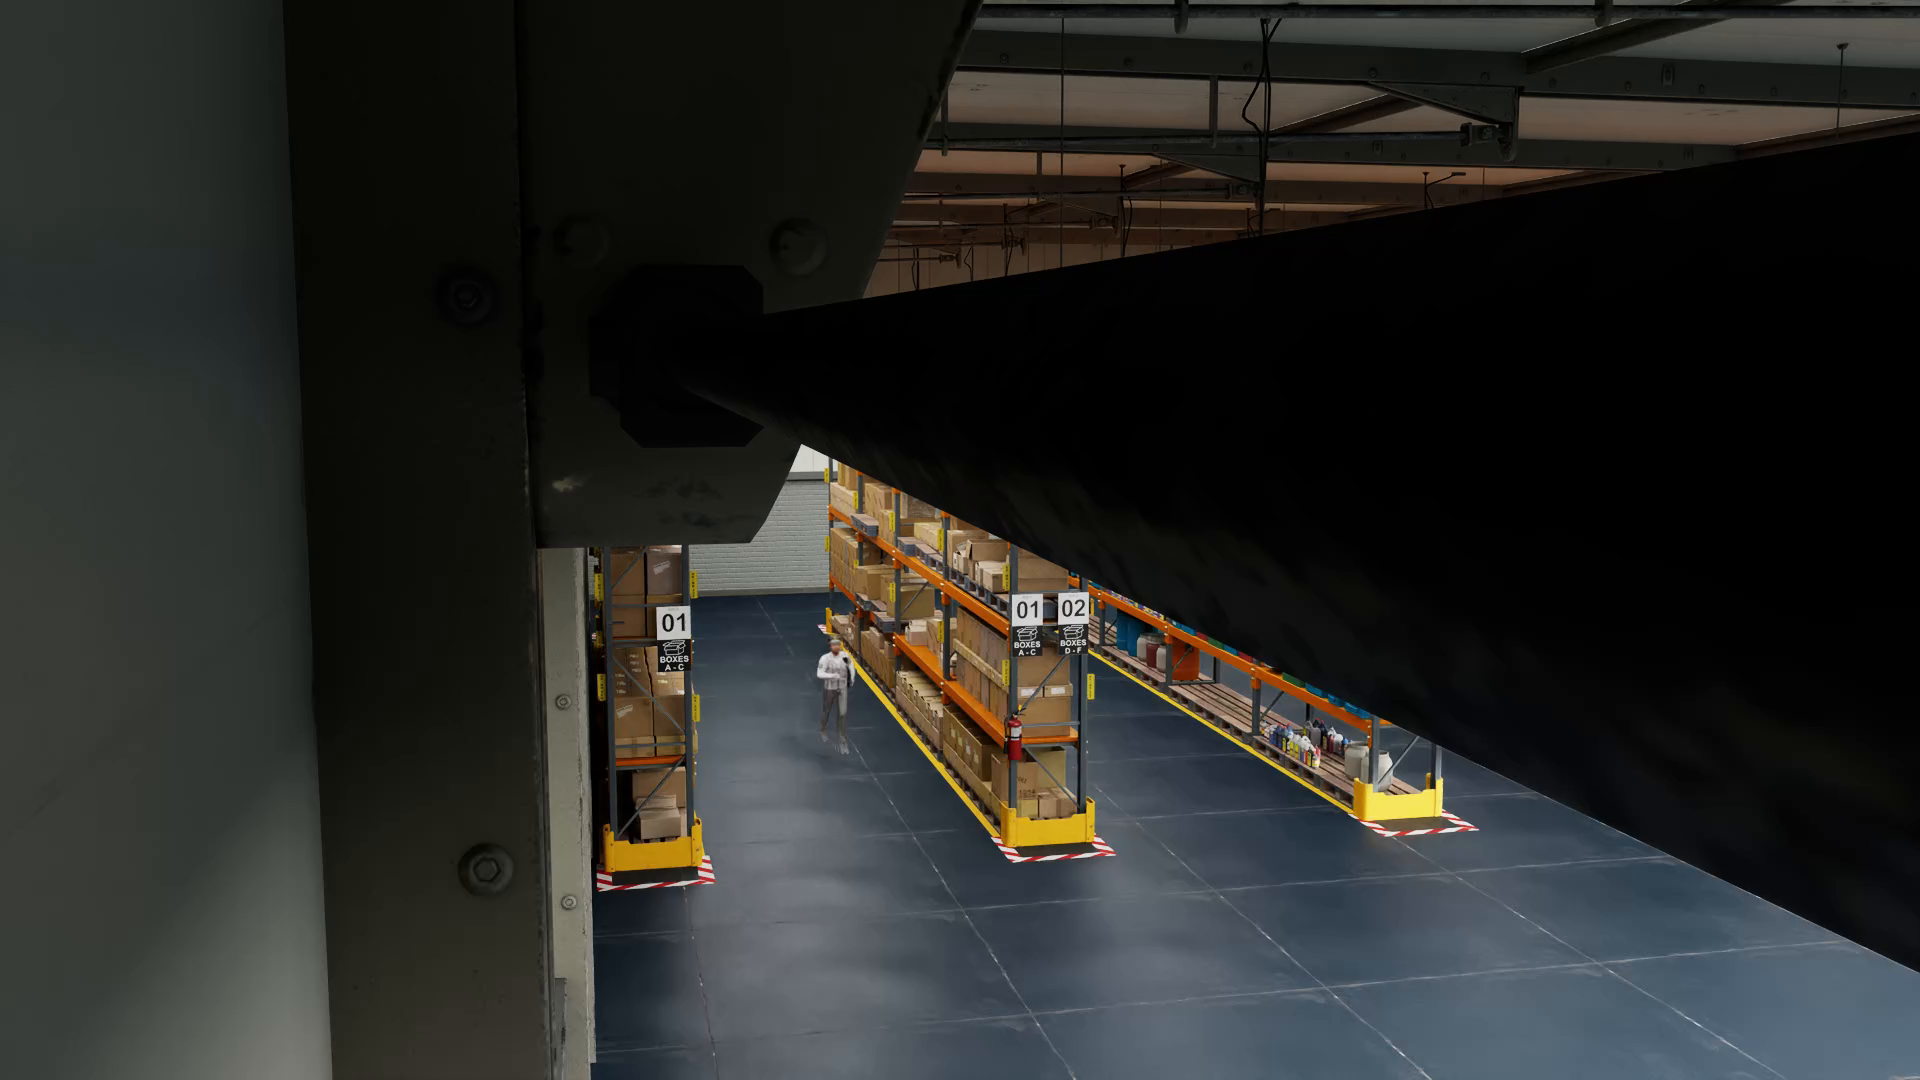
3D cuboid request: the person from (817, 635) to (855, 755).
[{"bbox_3d":[-1.870,2.285,25.073,0.621,1.778,0.842,-2,7,-17],"label":"person"}]
